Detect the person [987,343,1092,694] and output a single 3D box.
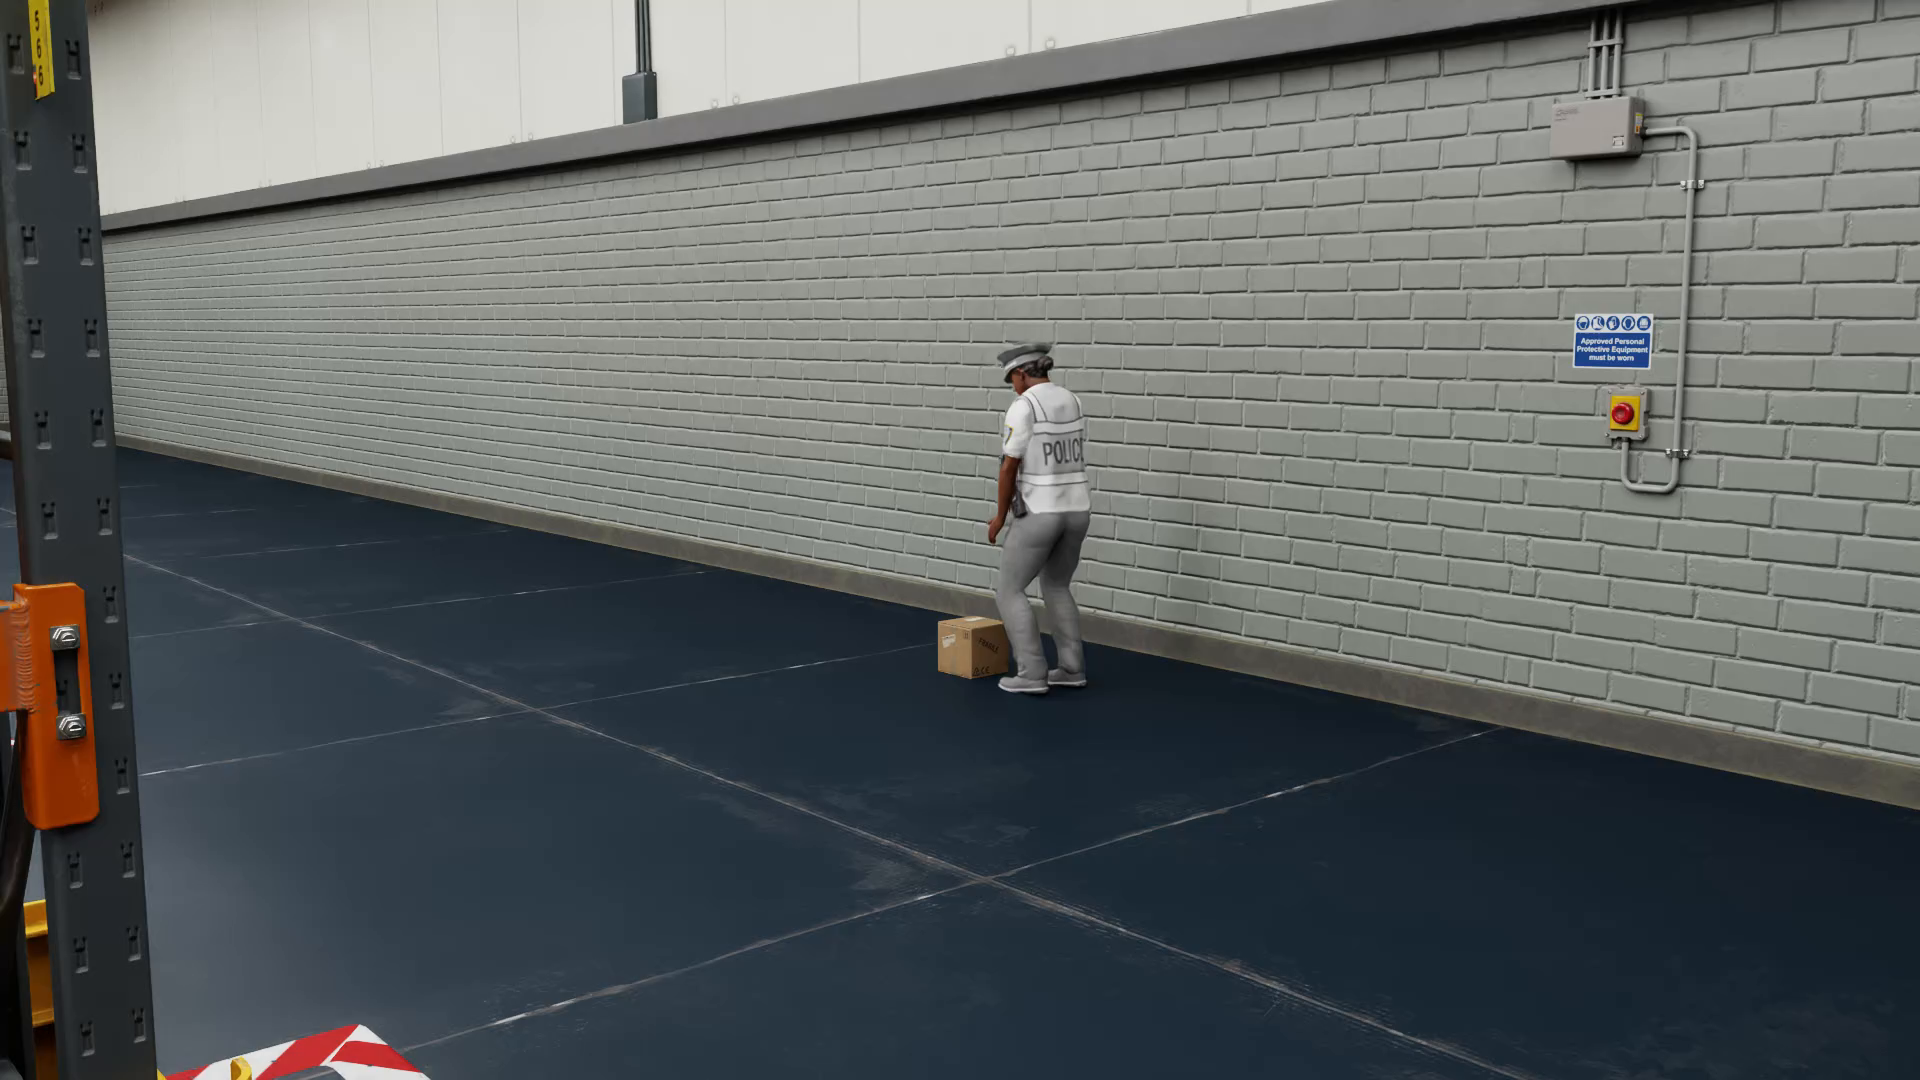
[{"bbox_3d":[0.362,-0.097,7.726,0.457,1.624,0.442,-6,10,-39],"label":"person"}]
